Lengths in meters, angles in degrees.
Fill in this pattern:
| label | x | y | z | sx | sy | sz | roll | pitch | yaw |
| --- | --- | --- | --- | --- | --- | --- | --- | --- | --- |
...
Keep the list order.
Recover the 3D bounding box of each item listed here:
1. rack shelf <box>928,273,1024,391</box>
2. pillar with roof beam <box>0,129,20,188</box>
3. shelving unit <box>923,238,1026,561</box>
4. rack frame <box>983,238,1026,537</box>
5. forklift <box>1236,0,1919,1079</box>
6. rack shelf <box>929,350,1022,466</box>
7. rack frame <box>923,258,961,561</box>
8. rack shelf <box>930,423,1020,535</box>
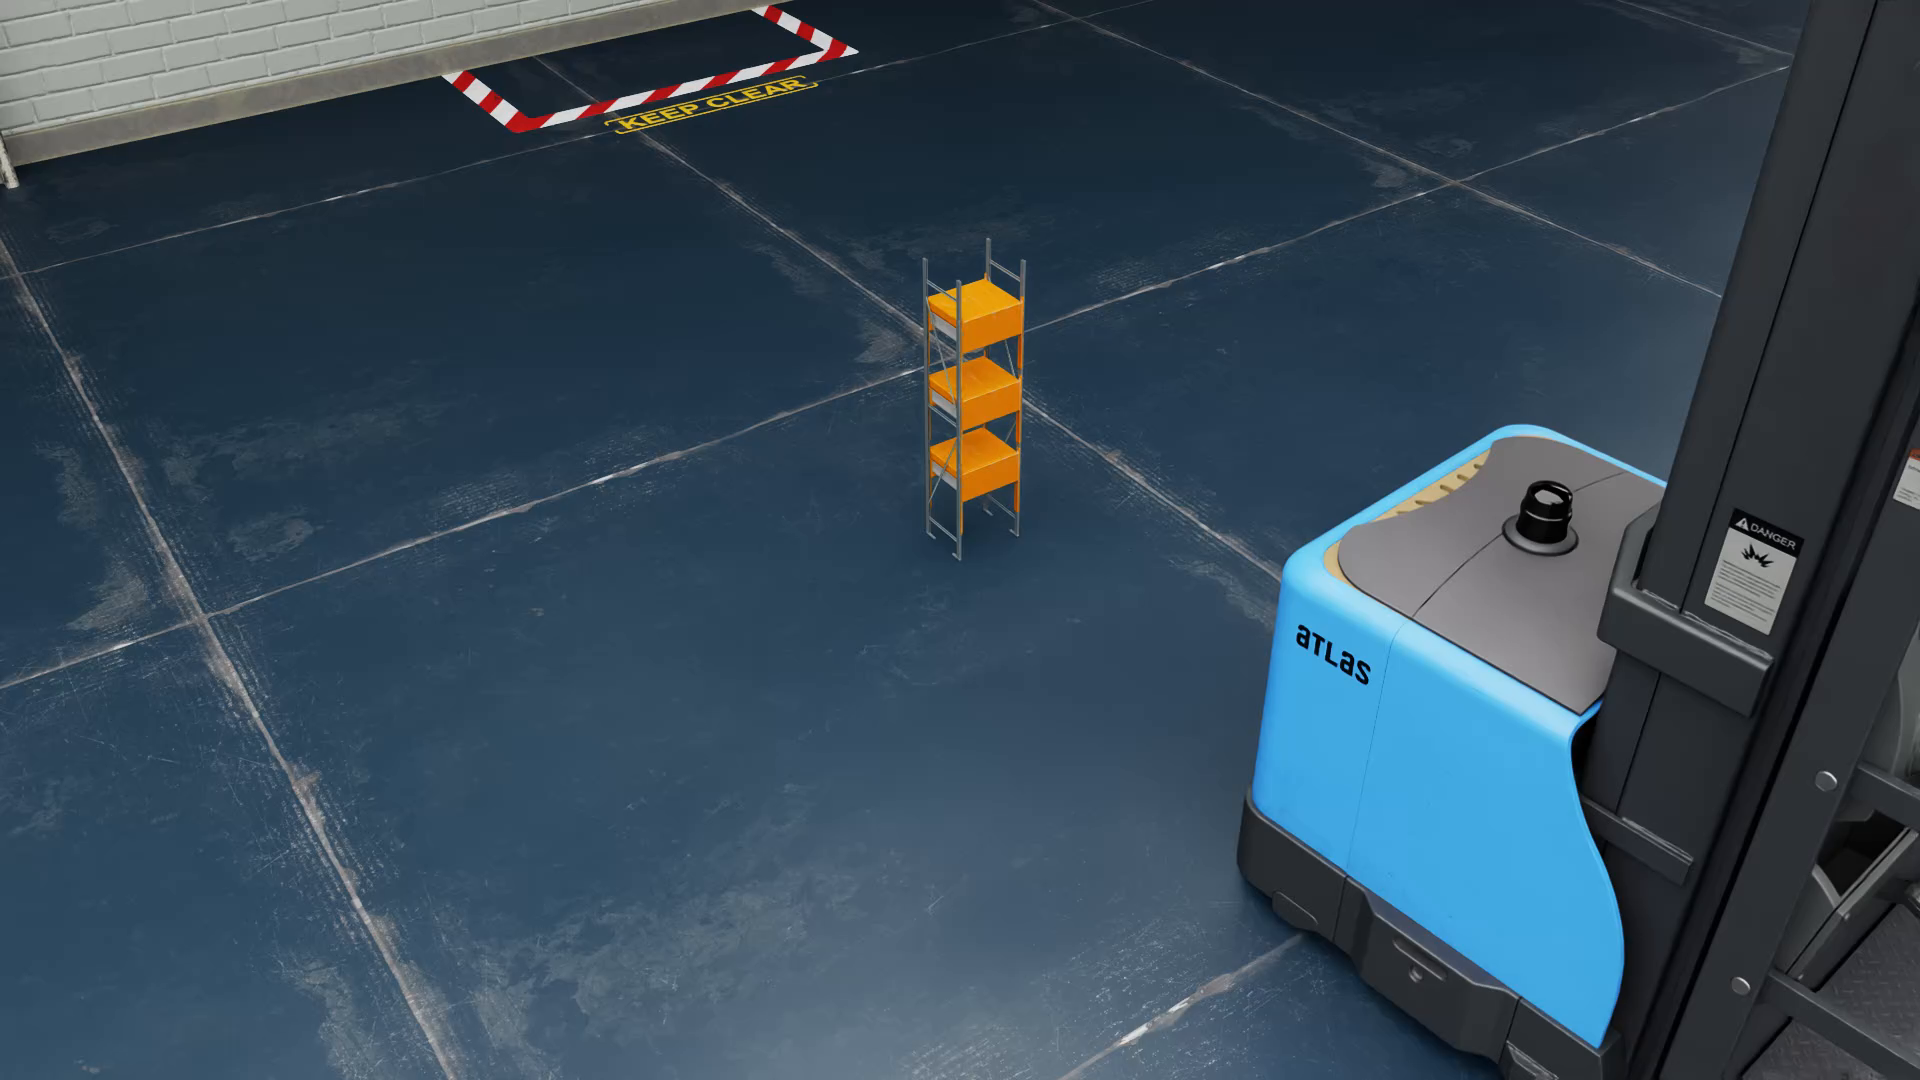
| label | x | y | z | sx | sy | sz | roll | pitch | yaw |
| --- | --- | --- | --- | --- | --- | --- | --- | --- | --- |
| rack shelf | 0.044 | -0.666 | 5.309 | 0.240 | 0.259 | 0.215 | -22 | 41 | -28 |
| pillar with roof beam | -2.387 | -3.344 | 2.692 | 0.400 | 9.000 | 9.100 | -22 | 41 | -28 |
| shelving unit | 0.044 | -0.444 | 5.468 | 0.252 | 1.050 | 0.215 | -22 | 41 | -28 |
| rack frame | 0.143 | -0.485 | 5.526 | 0.008 | 1.050 | 0.200 | -22 | 41 | -28 |
| forklift | 2.086 | 0.186 | 2.981 | 1.130 | 2.935 | 3.031 | -27 | 44 | -32 |
| rack shelf | 0.044 | -0.436 | 5.475 | 0.240 | 0.259 | 0.215 | -22 | 41 | -28 |
| rack frame | -0.056 | -0.403 | 5.411 | 0.008 | 1.050 | 0.200 | -22 | 41 | -28 |
| rack shelf | 0.044 | -0.210 | 5.637 | 0.240 | 0.259 | 0.215 | -22 | 41 | -28 |
